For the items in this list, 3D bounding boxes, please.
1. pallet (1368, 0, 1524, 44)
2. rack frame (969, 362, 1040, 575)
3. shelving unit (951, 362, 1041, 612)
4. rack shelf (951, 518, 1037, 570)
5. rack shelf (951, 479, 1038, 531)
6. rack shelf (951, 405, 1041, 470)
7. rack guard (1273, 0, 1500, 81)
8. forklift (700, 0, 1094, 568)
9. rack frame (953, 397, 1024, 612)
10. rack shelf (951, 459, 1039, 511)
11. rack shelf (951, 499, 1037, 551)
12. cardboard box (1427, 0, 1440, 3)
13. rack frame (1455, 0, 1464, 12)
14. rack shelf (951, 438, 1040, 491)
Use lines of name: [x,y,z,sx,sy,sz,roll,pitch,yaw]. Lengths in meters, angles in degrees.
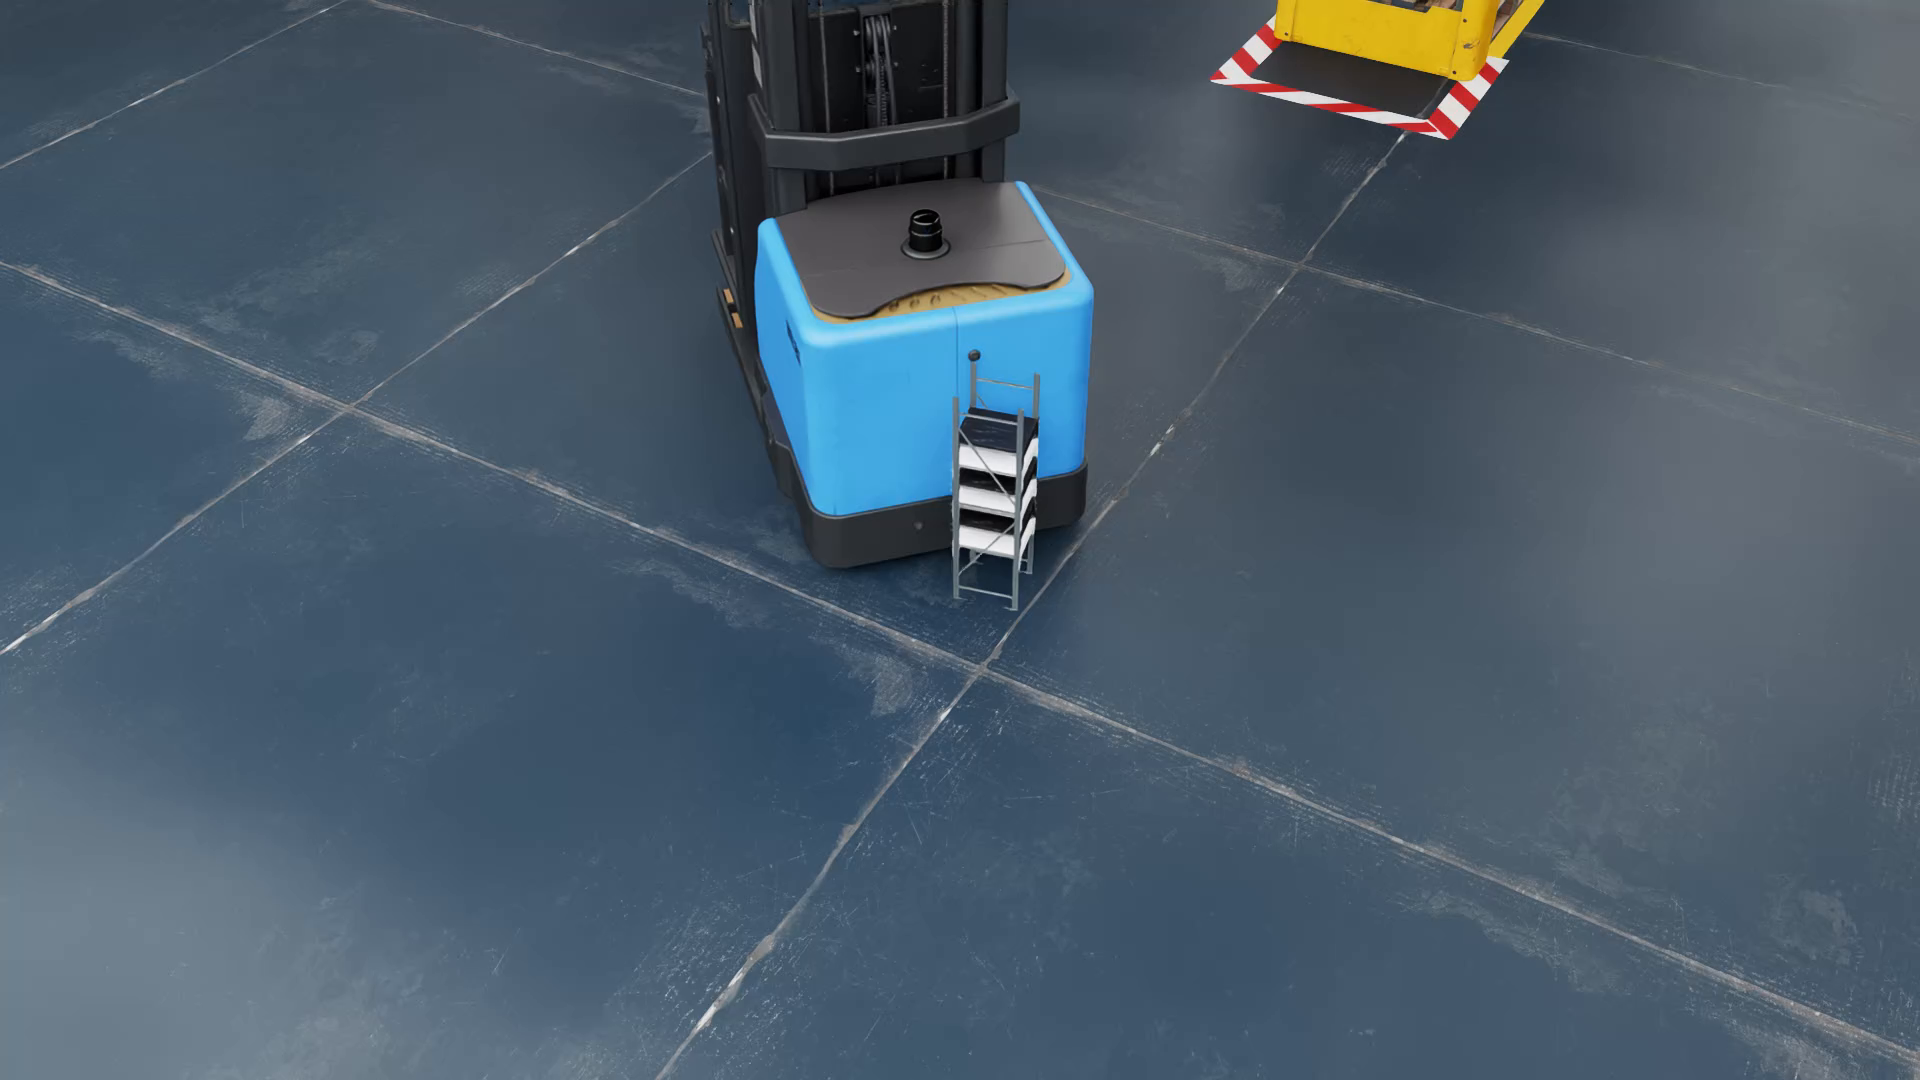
pallet: [2.803,-3.318,9.858,1.003,0.211,1.213,21,45,22]
rack frame: [0.150,-0.234,5.835,0.240,0.900,0.006,11,43,13]
shelving unit: [0.121,-0.170,5.762,0.258,0.900,0.210,11,43,13]
rack shelf: [0.121,-0.009,5.903,0.258,0.077,0.200,11,43,13]
rack shelf: [0.121,-0.145,5.784,0.258,0.077,0.200,11,43,13]
rack shelf: [0.121,-0.347,5.605,0.258,0.077,0.200,11,43,13]
rack guard: [2.366,-2.973,9.248,1.175,0.500,0.348,21,45,22]
forklift: [-0.434,-1.984,6.285,1.130,2.935,3.031,-11,43,-12]
rack frame: [0.092,-0.105,5.689,0.240,0.900,0.006,11,43,13]
rack shelf: [0.121,-0.212,5.724,0.258,0.077,0.200,11,43,13]
rack shelf: [0.121,-0.077,5.843,0.258,0.077,0.200,11,43,13]
cardboard box: [2.655,-3.439,9.459,0.500,0.500,0.500,30,49,29]
rack frame: [2.328,-3.868,8.372,1.000,3.000,0.127,21,45,22]
rack shelf: [0.121,-0.280,5.665,0.258,0.077,0.200,11,43,13]
